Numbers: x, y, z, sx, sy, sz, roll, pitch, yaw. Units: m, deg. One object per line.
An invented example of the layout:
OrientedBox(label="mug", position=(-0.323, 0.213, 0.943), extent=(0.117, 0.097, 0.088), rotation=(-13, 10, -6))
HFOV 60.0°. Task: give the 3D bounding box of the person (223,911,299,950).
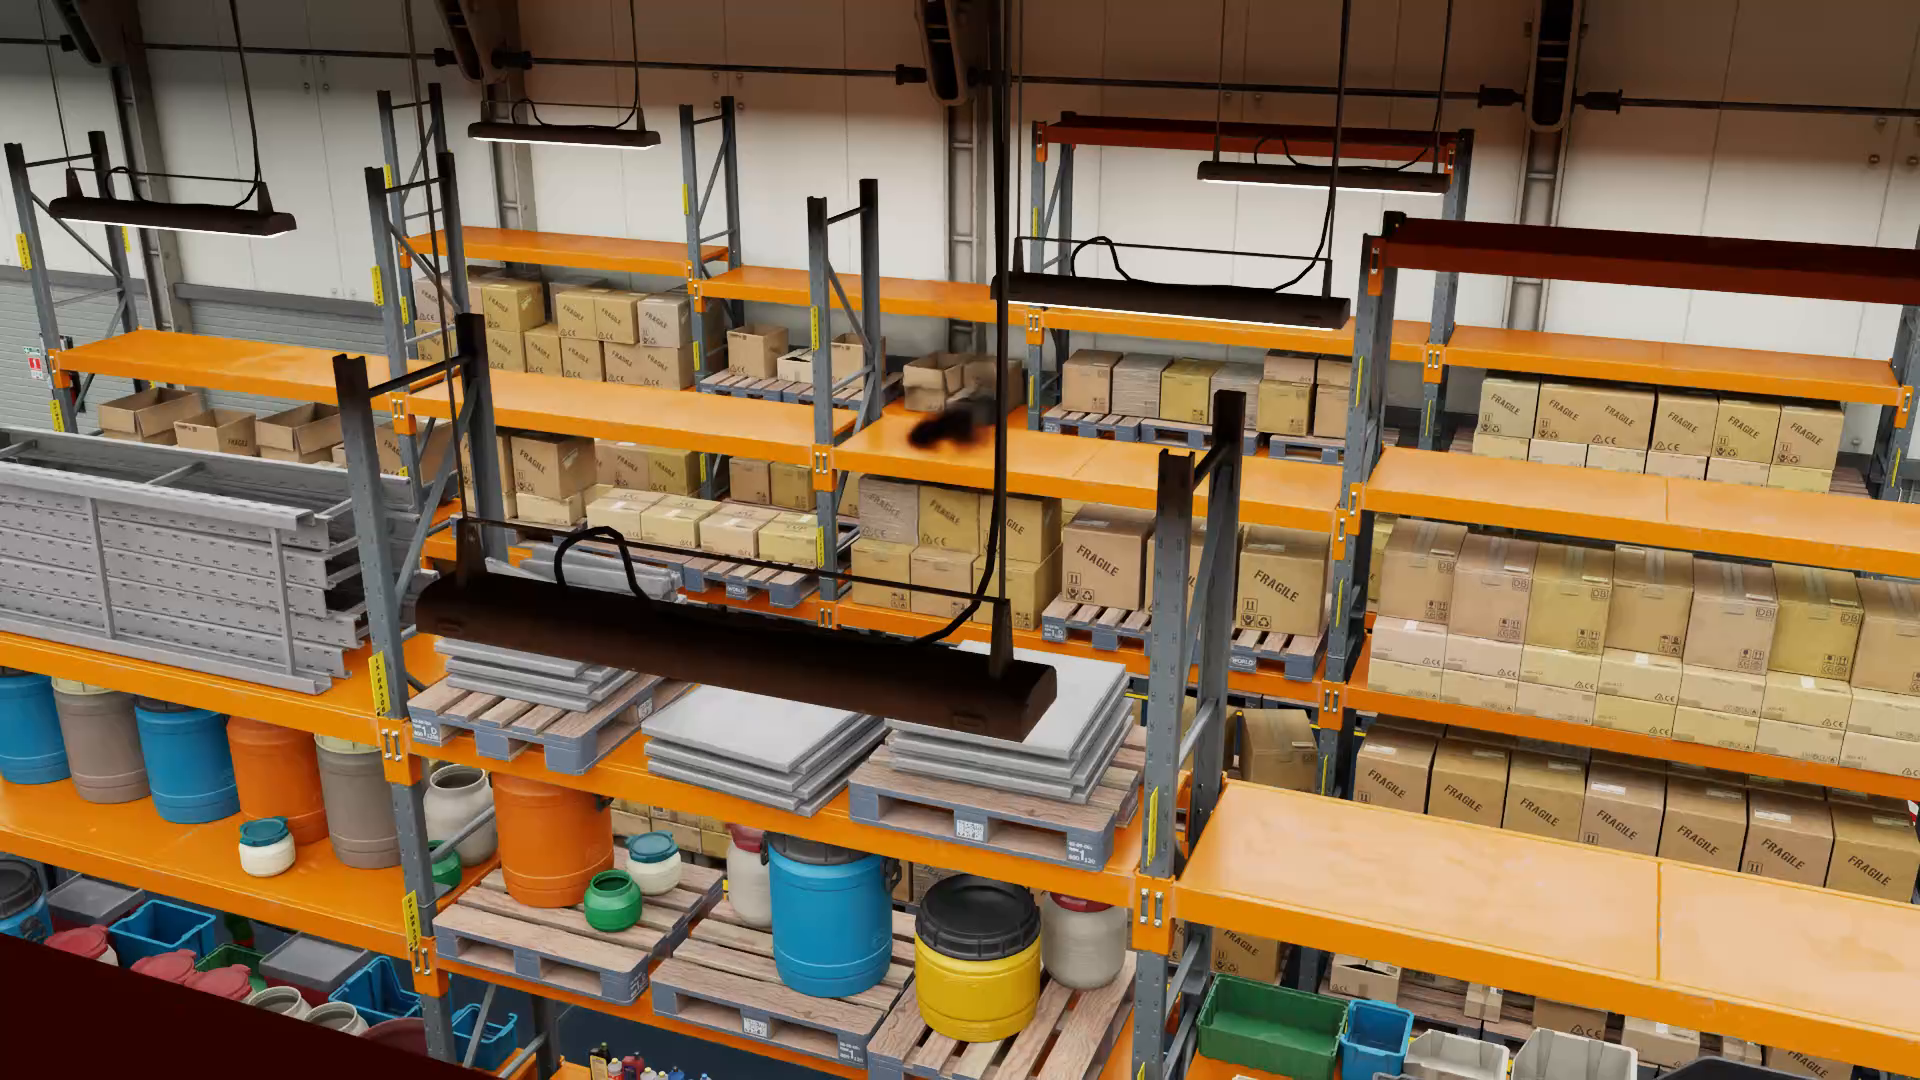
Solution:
OrientedBox(label="person", position=(-5.507, 2.631, 12.974), extent=(0.860, 1.763, 0.667), rotation=(3, 21, 8))
